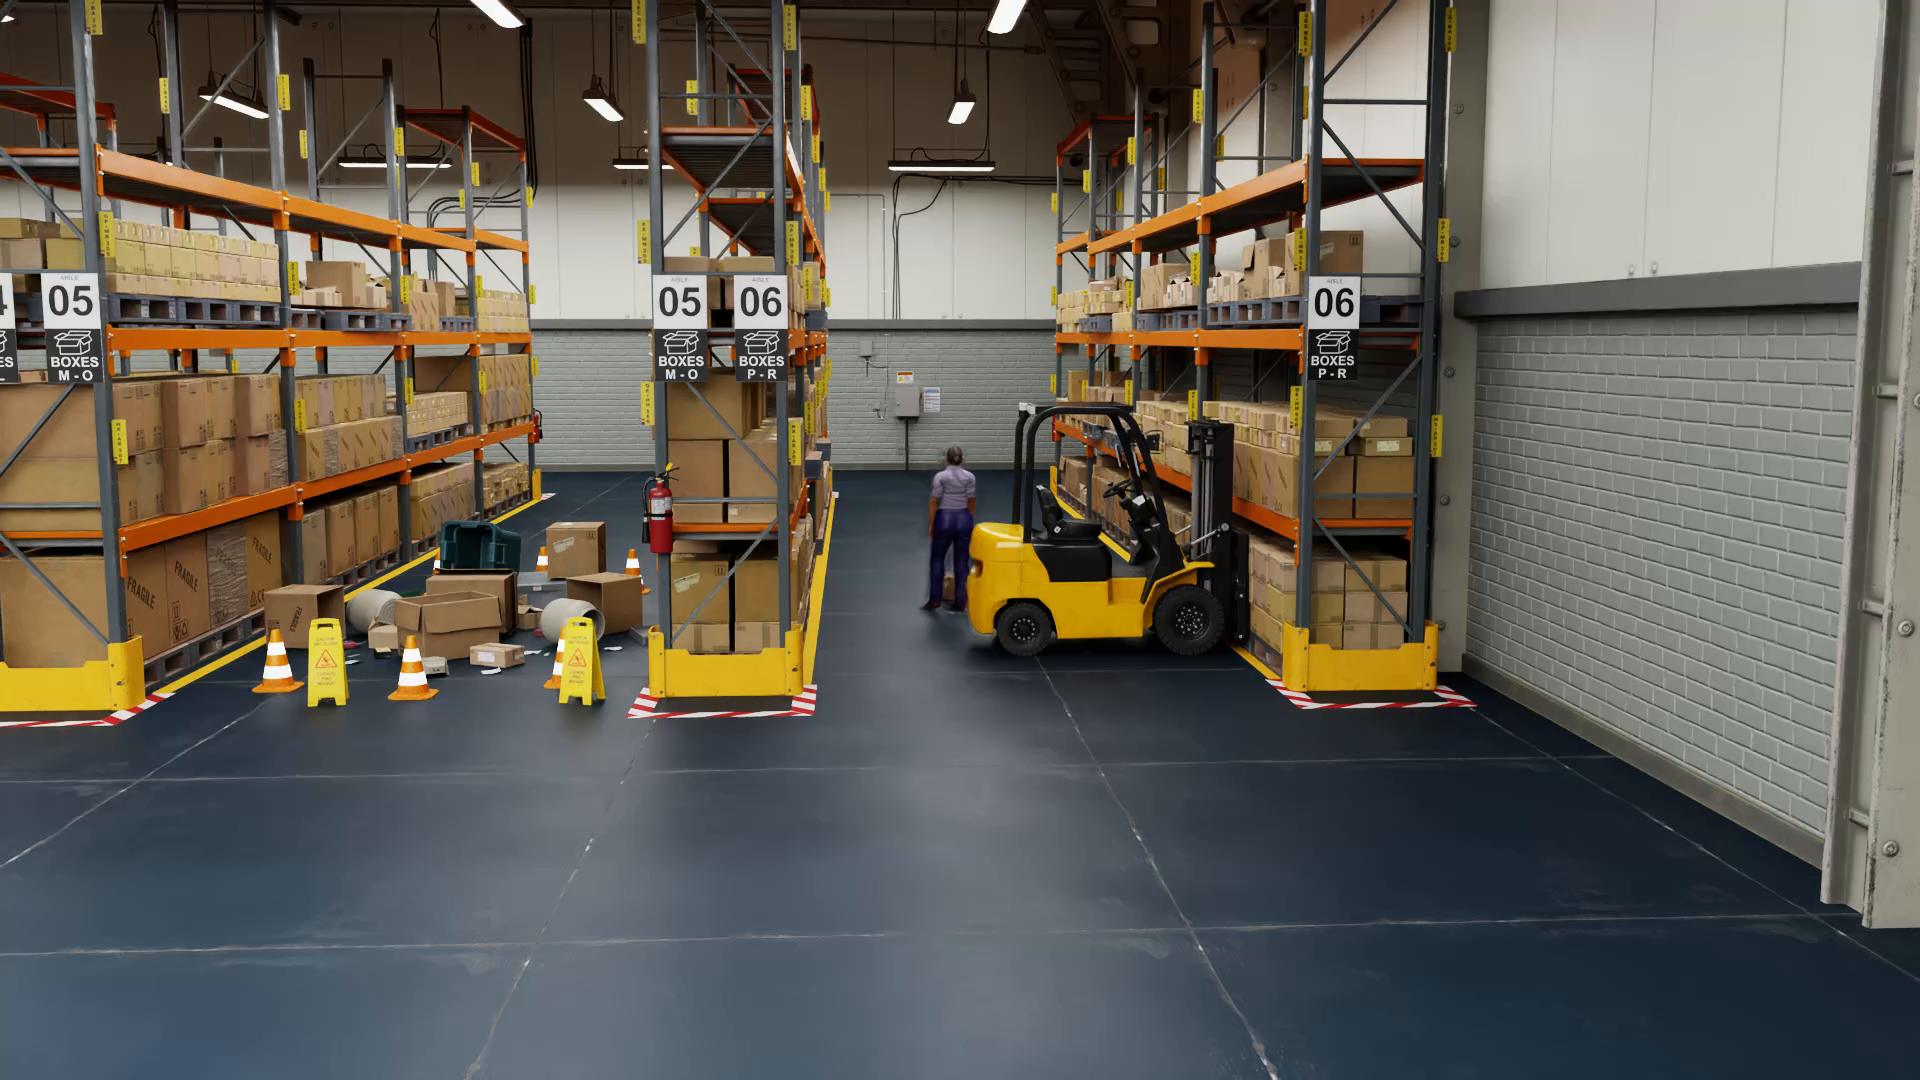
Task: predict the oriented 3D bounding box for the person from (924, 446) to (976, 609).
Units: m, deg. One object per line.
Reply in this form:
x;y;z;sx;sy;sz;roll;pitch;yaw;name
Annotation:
-0.096;-0.111;16.762;0.497;1.658;0.500;-2;7;-15;person
